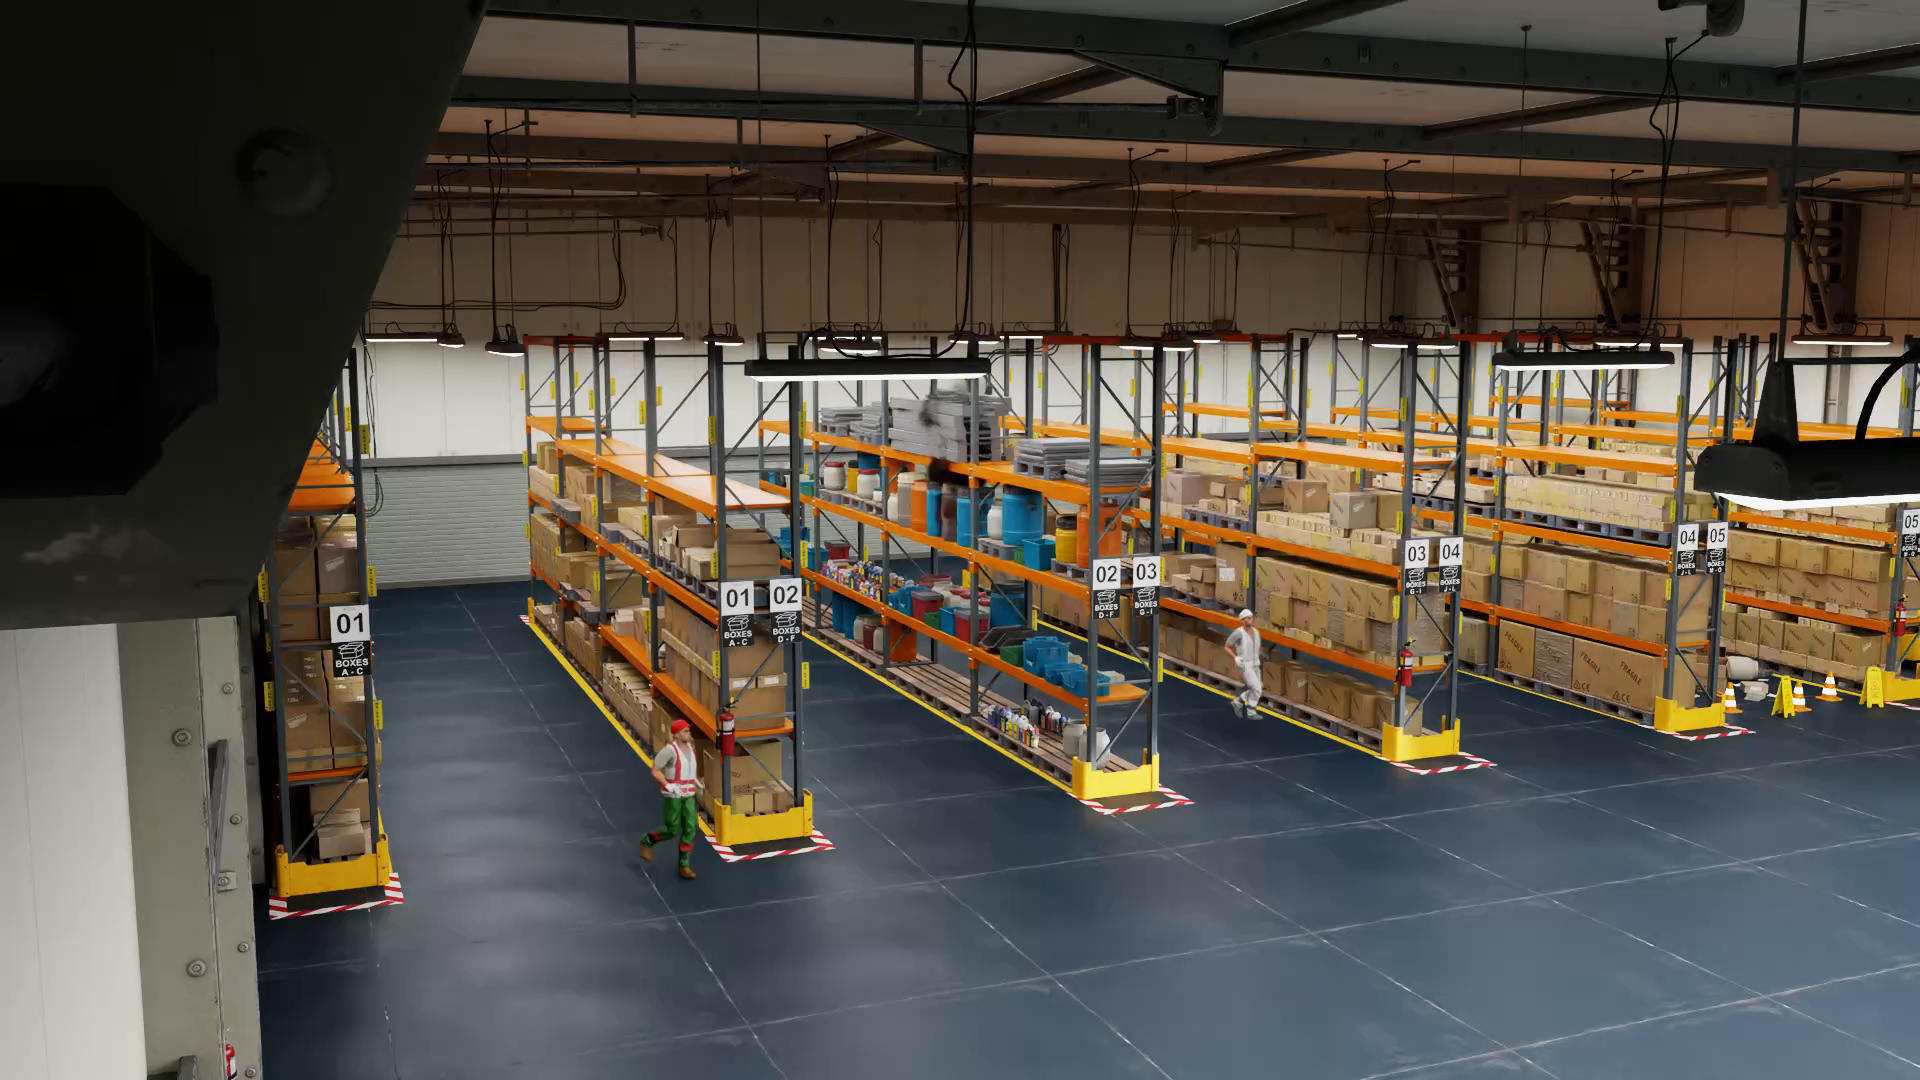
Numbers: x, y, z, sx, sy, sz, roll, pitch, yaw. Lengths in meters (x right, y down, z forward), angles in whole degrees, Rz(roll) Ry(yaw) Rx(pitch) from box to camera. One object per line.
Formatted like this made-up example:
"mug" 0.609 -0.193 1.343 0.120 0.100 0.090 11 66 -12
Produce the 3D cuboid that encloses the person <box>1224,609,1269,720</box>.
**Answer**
"person" 4.349 1.913 25.238 0.663 1.734 0.743 -5 9 -34

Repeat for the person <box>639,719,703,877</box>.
"person" -3.224 2.931 19.160 0.864 1.735 0.718 6 9 36

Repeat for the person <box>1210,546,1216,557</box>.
"person" 6.393 -0.049 41.447 0.862 1.807 0.656 7 10 43
